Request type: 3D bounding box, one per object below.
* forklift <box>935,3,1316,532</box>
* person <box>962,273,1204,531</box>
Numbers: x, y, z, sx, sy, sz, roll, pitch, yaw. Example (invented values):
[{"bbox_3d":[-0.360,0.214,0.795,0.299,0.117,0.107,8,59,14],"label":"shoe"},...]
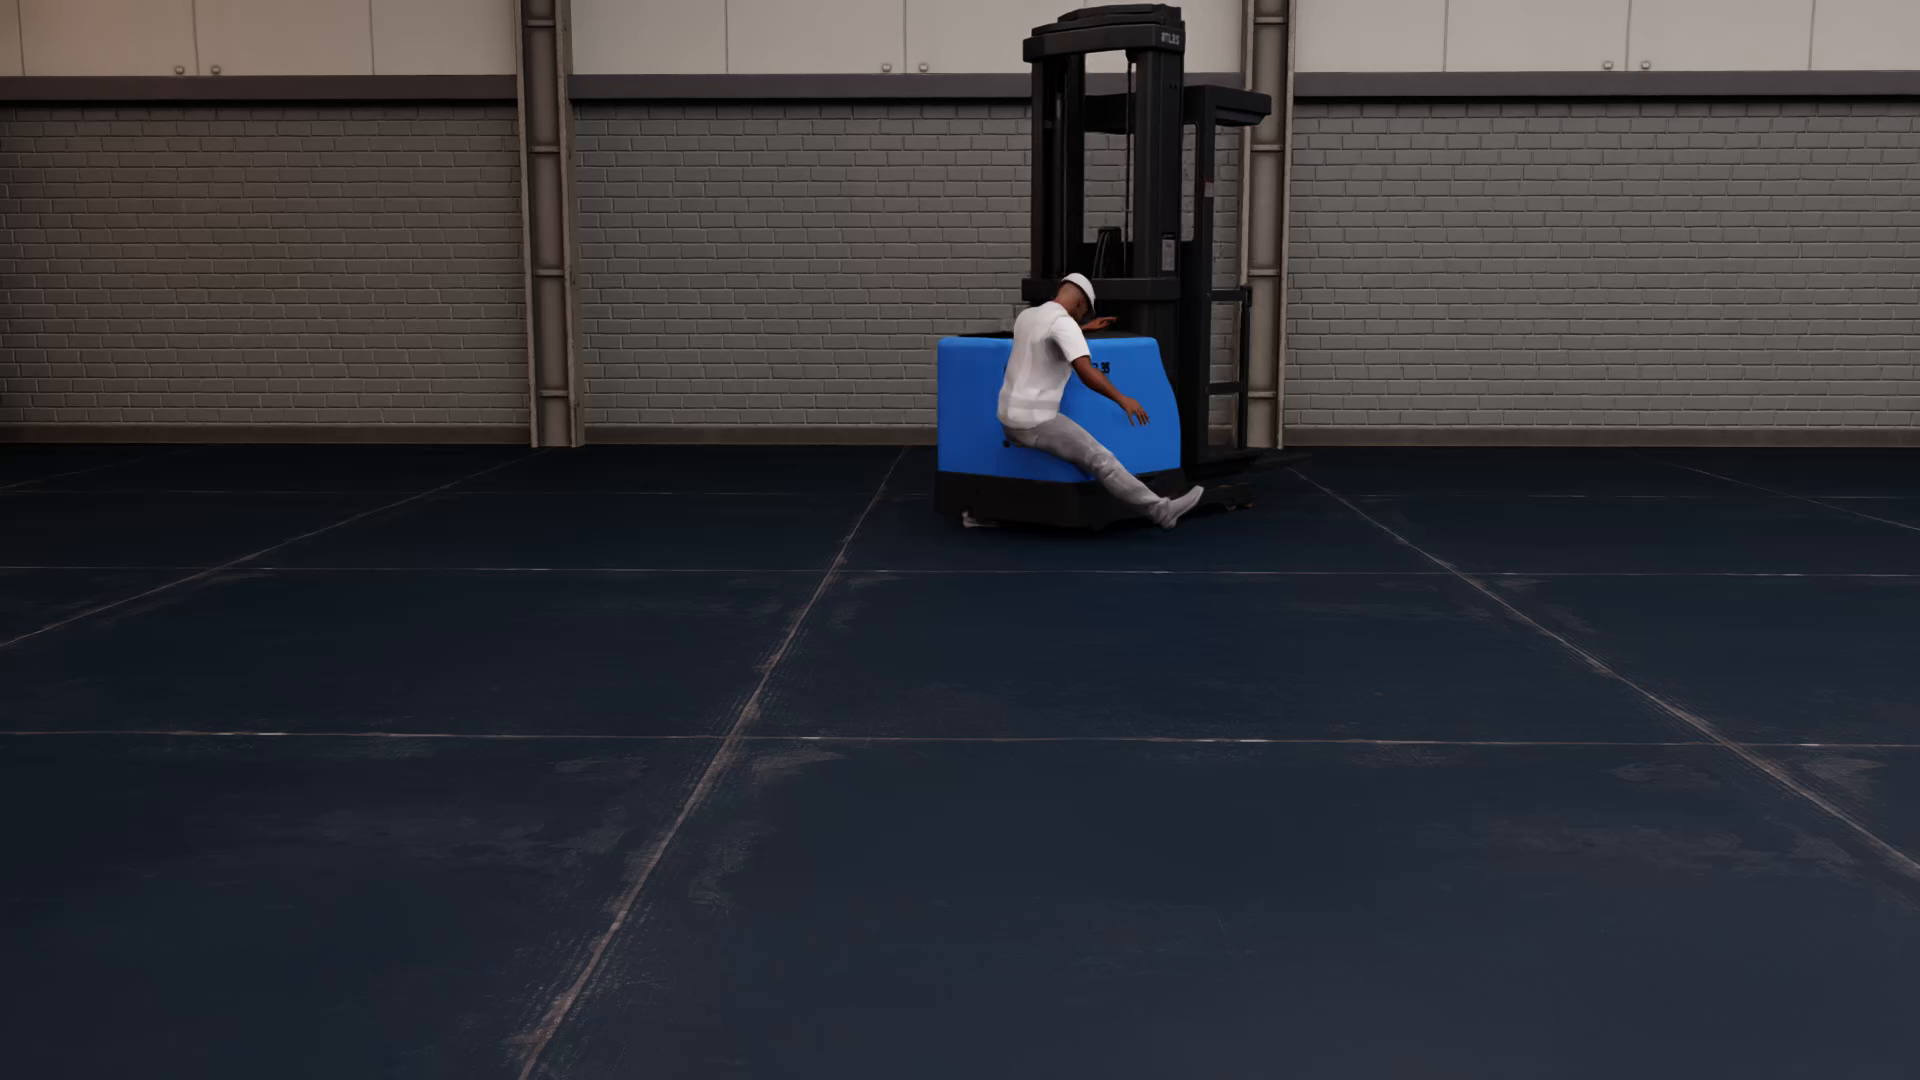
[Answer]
[{"bbox_3d":[1.191,-1.666,10.205,1.130,2.935,3.031,7,11,40],"label":"forklift"},{"bbox_3d":[0.650,-0.727,9.071,1.116,1.442,1.023,-2,9,-13],"label":"person"}]
